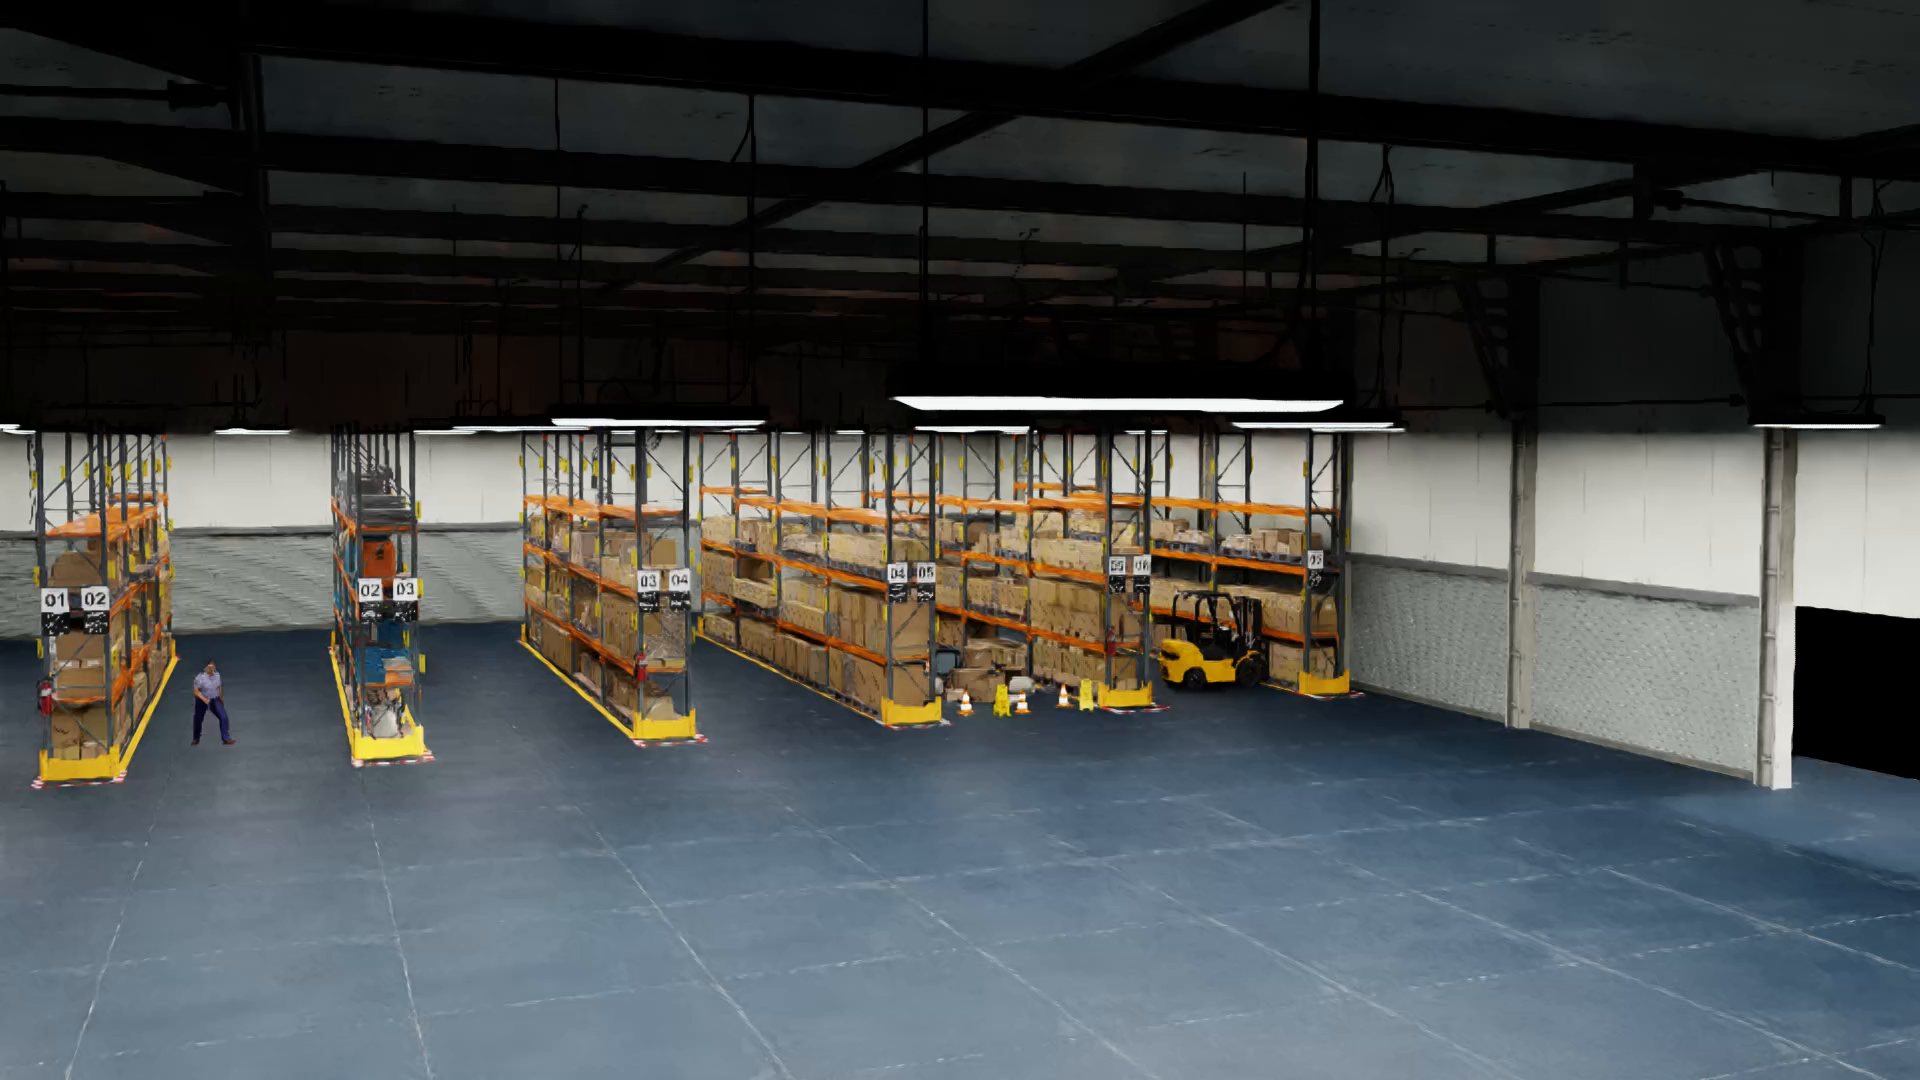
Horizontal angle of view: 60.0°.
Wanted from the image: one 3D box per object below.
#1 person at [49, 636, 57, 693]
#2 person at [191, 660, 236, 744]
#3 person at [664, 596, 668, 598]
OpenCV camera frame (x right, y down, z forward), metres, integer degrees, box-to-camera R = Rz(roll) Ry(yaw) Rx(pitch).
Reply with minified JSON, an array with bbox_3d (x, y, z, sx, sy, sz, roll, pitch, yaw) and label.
[{"bbox_3d":[-20.260,2.568,37.084,0.477,1.667,0.523,1,4,9],"label":"person"},{"bbox_3d":[-13.900,2.998,30.821,0.656,1.582,0.796,-3,5,-42],"label":"person"},{"bbox_3d":[-8.662,1.867,47.849,0.598,1.698,1.194,-1,4,-20],"label":"person"}]
